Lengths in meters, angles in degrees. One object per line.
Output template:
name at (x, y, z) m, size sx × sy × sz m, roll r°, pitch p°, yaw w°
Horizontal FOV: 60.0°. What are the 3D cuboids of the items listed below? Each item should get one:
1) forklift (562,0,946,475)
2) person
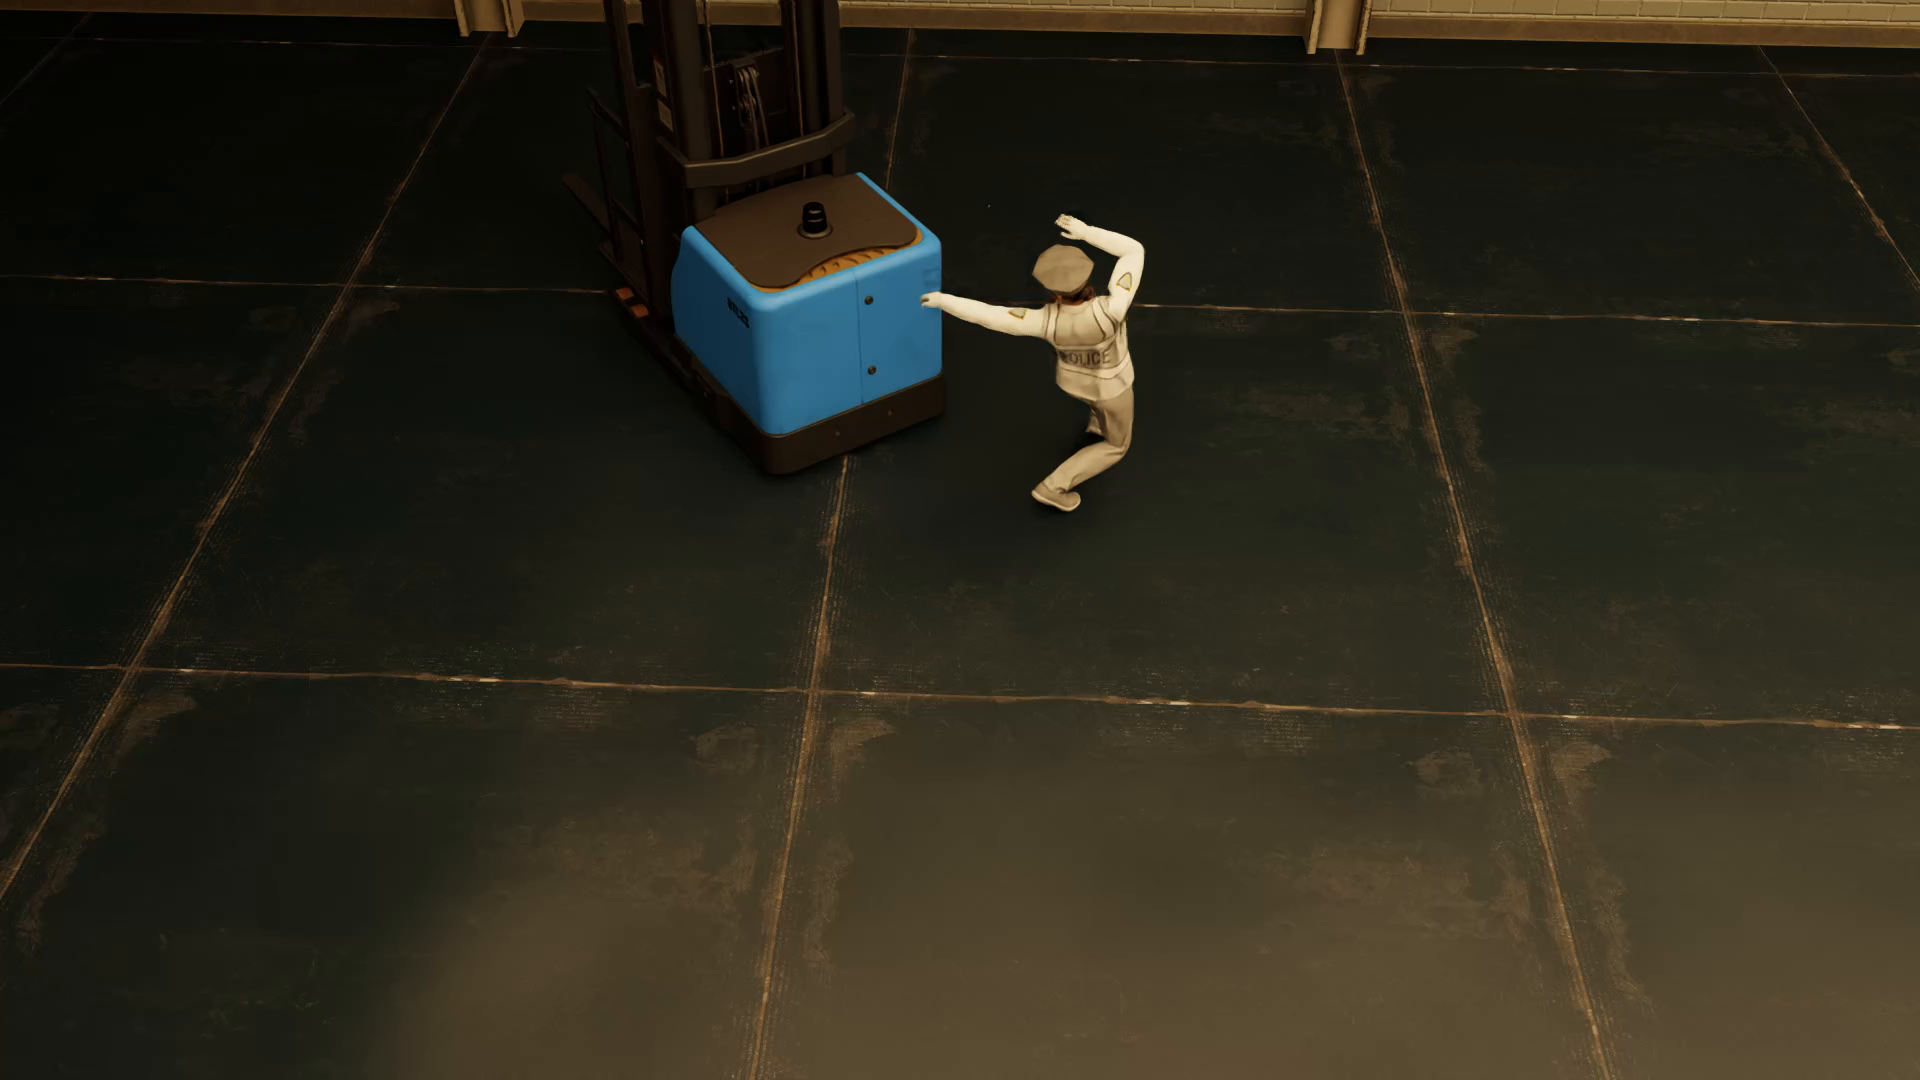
forklift at (-1.292, -2.371, 8.340) m, size 1.130 × 2.935 × 3.031 m, roll -23°, pitch 47°, yaw -24°
person at (0.394, -0.932, 7.909) m, size 0.976 × 1.429 × 0.848 m, roll 22°, pitch 47°, yaw 22°
